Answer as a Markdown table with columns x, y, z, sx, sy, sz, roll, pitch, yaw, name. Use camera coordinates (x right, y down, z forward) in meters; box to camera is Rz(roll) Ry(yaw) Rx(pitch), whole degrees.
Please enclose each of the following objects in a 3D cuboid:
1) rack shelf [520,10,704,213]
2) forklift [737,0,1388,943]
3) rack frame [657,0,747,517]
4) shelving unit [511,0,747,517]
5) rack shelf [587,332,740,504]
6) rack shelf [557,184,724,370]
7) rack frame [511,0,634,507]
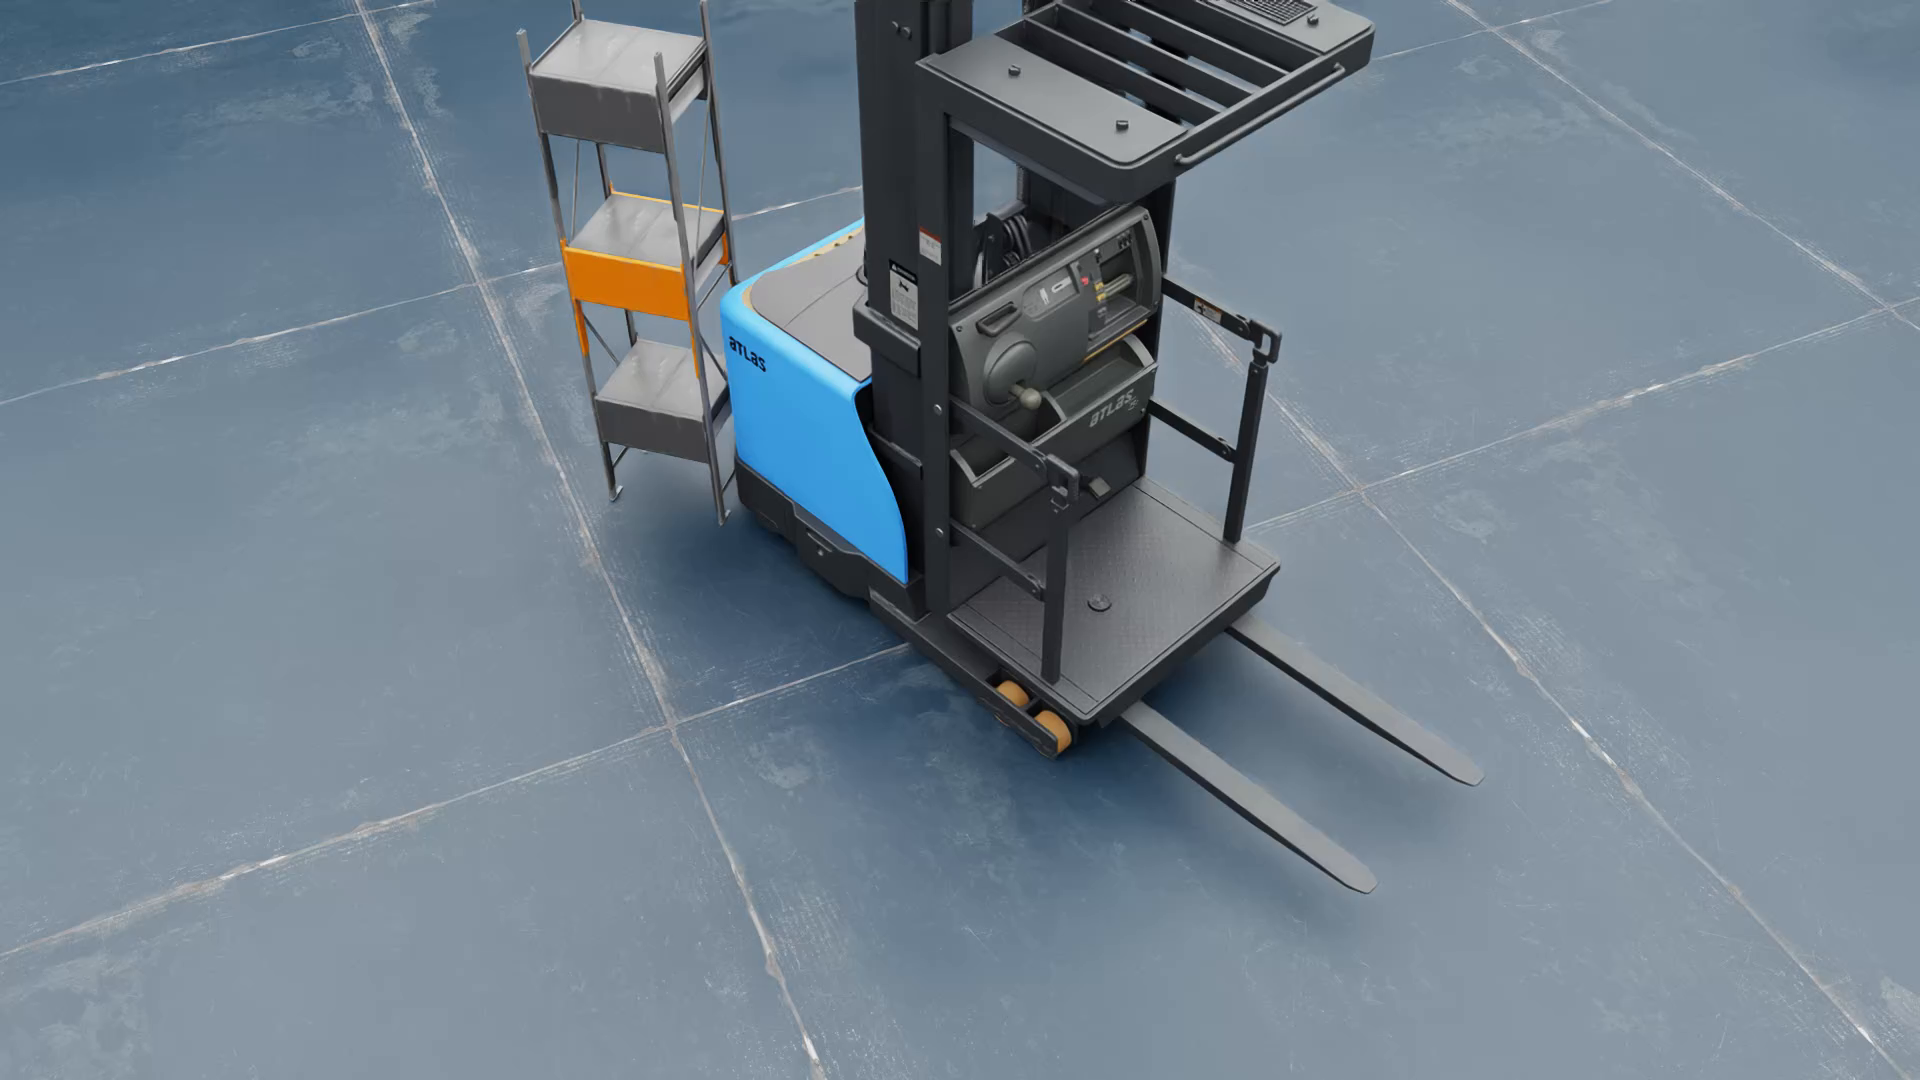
| x | y | z | sx | sy | sz | roll | pitch | yaw | name |
| --- | --- | --- | --- | --- | --- | --- | --- | --- | --- |
| -1.187 | -1.490 | 5.788 | 0.480 | 0.518 | 0.431 | 5 | 45 | 5 | rack shelf |
| 0.326 | -0.665 | 5.337 | 1.130 | 2.935 | 3.031 | -23 | 49 | -22 | forklift |
| -0.945 | -0.980 | 6.248 | 0.015 | 2.100 | 0.400 | 5 | 45 | 5 | rack frame |
| -1.187 | -1.002 | 6.270 | 0.503 | 2.100 | 0.431 | 5 | 45 | 5 | shelving unit |
| -1.187 | -0.494 | 6.772 | 0.480 | 0.518 | 0.431 | 5 | 45 | 5 | rack shelf |
| -1.187 | -0.992 | 6.280 | 0.480 | 0.518 | 0.431 | 5 | 45 | 5 | rack shelf |
| -1.429 | -1.024 | 6.293 | 0.015 | 2.100 | 0.400 | 5 | 45 | 5 | rack frame |
